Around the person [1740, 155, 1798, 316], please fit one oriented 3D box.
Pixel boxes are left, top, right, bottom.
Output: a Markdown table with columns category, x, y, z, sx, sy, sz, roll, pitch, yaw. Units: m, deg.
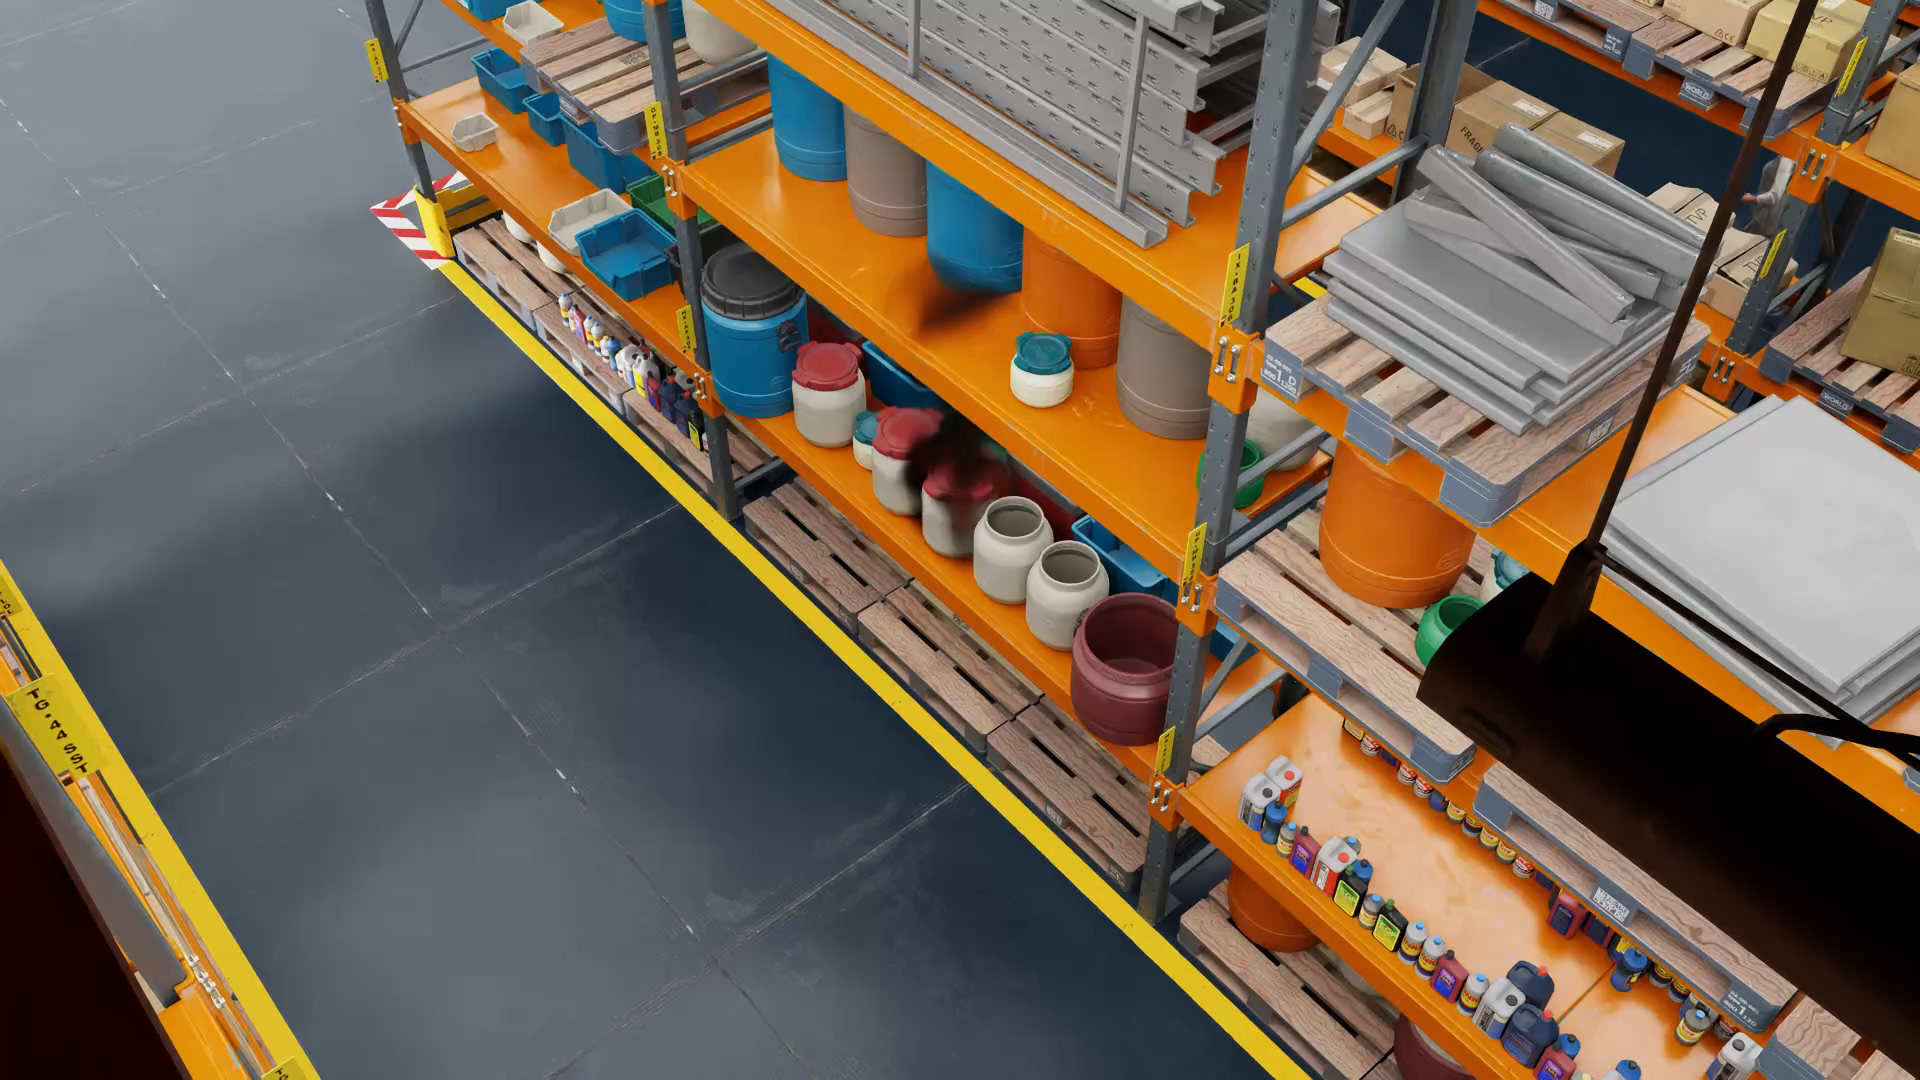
| category | x | y | z | sx | sy | sz | roll | pitch | yaw |
| --- | --- | --- | --- | --- | --- | --- | --- | --- | --- |
| person | 5.981 | -2.330 | 12.112 | 0.558 | 1.604 | 0.800 | -29 | 53 | -25 |
